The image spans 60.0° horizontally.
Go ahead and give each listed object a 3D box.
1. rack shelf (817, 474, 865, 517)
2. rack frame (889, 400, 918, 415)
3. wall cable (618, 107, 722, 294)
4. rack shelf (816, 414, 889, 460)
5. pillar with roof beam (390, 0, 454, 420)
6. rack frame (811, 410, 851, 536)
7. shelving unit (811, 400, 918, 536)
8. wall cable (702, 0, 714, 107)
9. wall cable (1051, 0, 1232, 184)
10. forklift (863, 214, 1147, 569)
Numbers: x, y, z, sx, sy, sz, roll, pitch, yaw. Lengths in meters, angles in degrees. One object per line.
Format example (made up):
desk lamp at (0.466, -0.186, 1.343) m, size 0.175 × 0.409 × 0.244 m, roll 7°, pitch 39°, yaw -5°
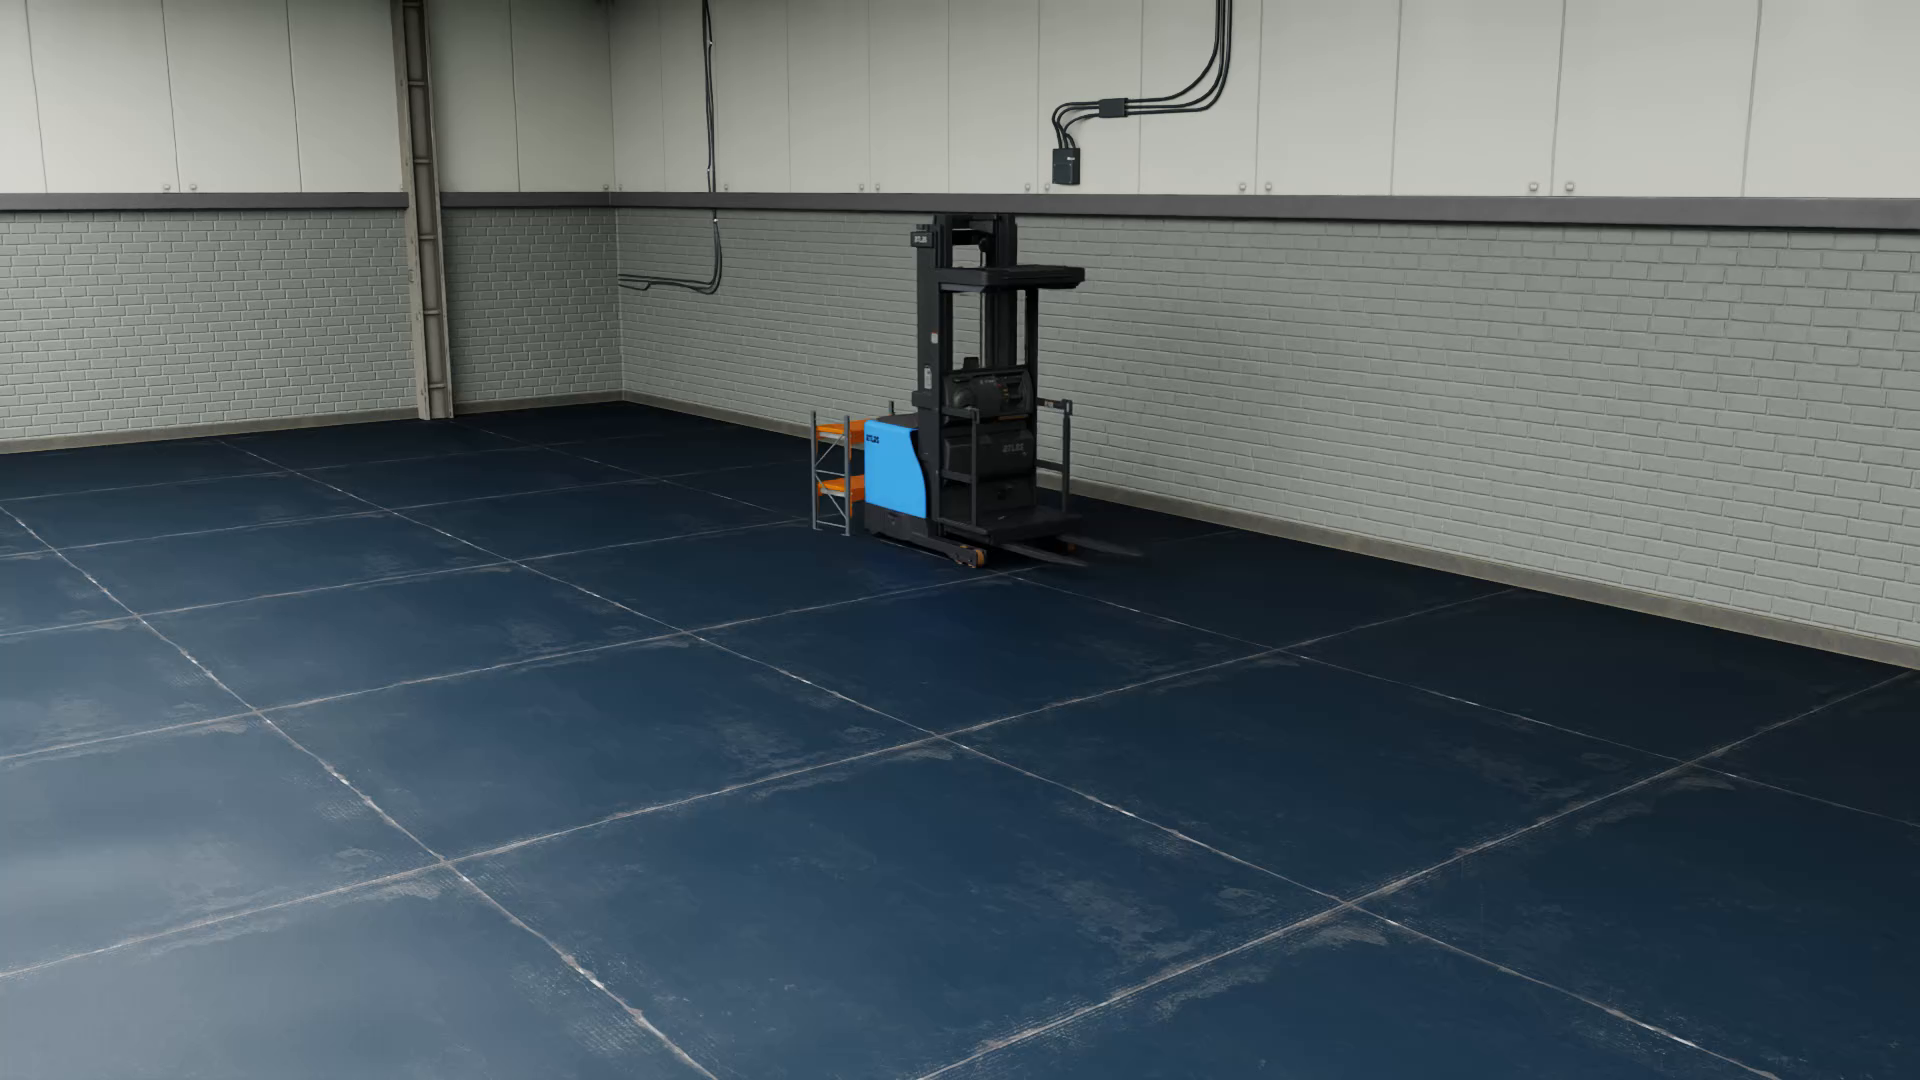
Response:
rack shelf at (-0.854, -0.460, 15.887) m, size 0.538 × 0.278 × 1.000 m, roll 11°, pitch 16°, yaw 42°
rack frame at (-0.506, -0.776, 16.198) m, size 0.500 × 1.125 × 0.032 m, roll 11°, pitch 16°, yaw 42°
wall cable at (-4.226, -4.768, 23.514) m, size 0.112 × 2.526 × 3.097 m, roll -9°, pitch 15°, yaw -38°
rack shelf at (-0.854, -0.986, 15.775) m, size 0.538 × 0.278 × 1.000 m, roll 11°, pitch 16°, yaw 42°
pillar with roof beam at (-4.663, -5.421, 19.113) m, size 0.400 × 9.000 × 9.100 m, roll -9°, pitch 15°, yaw -38°
rack frame at (-1.203, -0.623, 15.474) m, size 0.500 × 1.125 × 0.032 m, roll 11°, pitch 16°, yaw 42°
shelving unit at (-0.854, -0.699, 15.836) m, size 0.538 × 1.125 × 1.048 m, roll 11°, pitch 16°, yaw 42°
wall cable at (-2.536, -6.799, 20.923) m, size 0.112 × 2.526 × 3.097 m, roll -9°, pitch 15°, yaw -38°
wall cable at (1.693, -6.408, 15.577) m, size 0.169 × 6.003 × 2.305 m, roll -9°, pitch 15°, yaw -38°
forklift at (0.372, -1.305, 14.338) m, size 1.130 × 2.935 × 3.031 m, roll -9°, pitch 15°, yaw -35°
